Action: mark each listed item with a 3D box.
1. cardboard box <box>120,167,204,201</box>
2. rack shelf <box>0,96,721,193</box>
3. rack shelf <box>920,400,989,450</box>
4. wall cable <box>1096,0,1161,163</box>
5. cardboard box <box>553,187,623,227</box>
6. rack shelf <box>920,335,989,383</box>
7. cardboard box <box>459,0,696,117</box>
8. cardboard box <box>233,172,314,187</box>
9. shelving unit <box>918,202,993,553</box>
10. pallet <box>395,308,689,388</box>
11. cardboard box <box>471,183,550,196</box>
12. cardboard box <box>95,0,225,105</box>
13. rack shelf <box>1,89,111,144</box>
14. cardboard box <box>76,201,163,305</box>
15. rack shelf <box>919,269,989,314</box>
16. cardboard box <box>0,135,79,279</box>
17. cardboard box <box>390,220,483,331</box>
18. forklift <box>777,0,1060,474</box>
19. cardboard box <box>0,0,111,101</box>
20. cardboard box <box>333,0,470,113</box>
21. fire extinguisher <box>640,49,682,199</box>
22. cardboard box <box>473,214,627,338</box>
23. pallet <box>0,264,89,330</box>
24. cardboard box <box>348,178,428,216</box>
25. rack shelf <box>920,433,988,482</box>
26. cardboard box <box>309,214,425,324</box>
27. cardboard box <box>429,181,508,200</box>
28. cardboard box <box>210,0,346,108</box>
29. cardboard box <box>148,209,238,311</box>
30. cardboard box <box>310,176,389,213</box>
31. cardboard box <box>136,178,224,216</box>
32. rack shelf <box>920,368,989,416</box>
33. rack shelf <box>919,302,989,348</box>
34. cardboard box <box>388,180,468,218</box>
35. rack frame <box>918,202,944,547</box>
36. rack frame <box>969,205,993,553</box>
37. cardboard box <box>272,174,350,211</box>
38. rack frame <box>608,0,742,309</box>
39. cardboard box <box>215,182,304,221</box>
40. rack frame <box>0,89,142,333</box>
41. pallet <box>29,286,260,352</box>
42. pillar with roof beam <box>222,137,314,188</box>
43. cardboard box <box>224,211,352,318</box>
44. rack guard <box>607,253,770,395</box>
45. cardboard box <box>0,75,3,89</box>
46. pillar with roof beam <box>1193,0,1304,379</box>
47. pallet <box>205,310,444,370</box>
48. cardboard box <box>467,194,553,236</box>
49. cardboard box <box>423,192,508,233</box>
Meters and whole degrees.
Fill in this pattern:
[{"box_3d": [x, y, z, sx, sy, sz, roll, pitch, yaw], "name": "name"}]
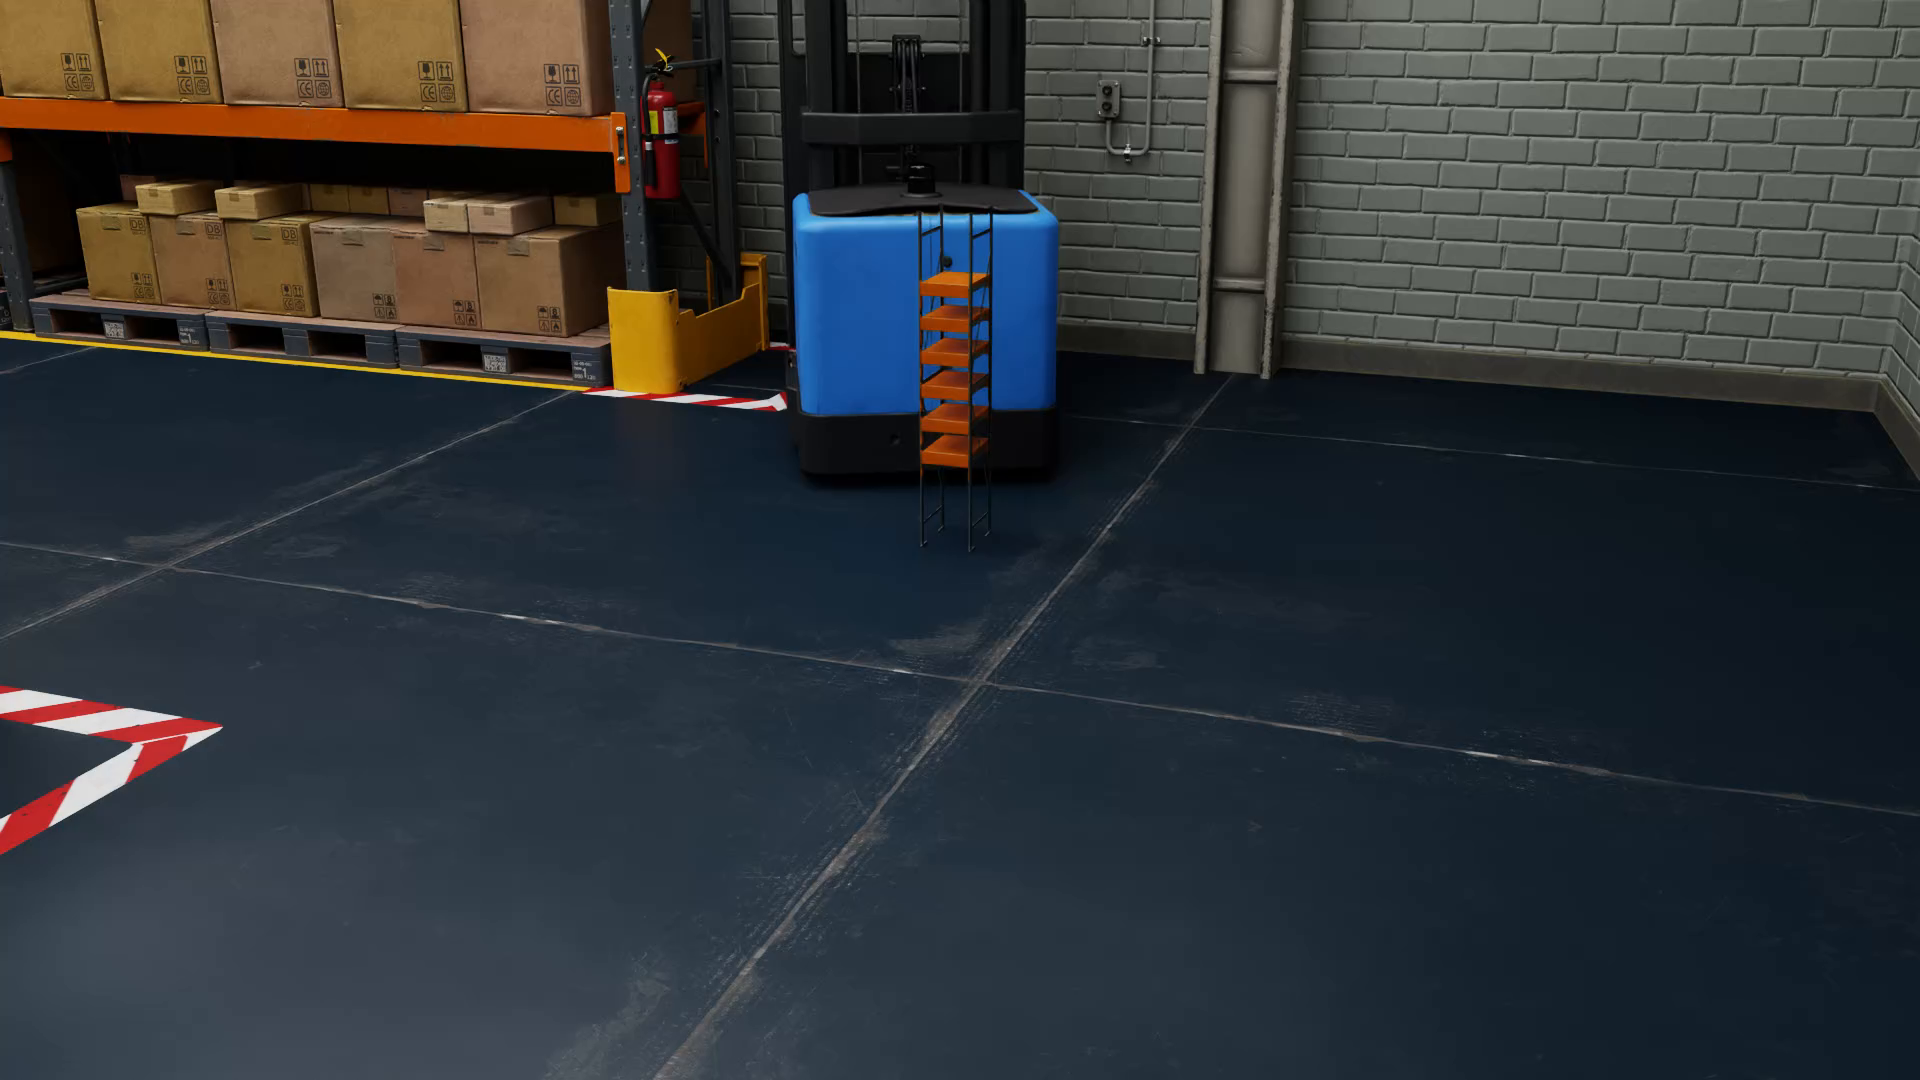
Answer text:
[{"box_3d": [-4.577, -2.043, 9.554, 0.250, 0.149, 0.380, 6, 20, 18], "name": "cardboard box"}, {"box_3d": [-3.289, -2.198, 8.919, 4.000, 0.370, 1.077, 7, 20, 18], "name": "rack shelf"}, {"box_3d": [-0.014, -0.413, 5.937, 0.180, 0.103, 0.258, 7, 20, 18], "name": "rack shelf"}, {"box_3d": [0.121, -2.958, 8.460, 1.851, 1.984, 0.084, 7, 20, 18], "name": "wall cable"}, {"box_3d": [-1.910, -1.739, 8.683, 0.250, 0.149, 0.380, 7, 20, 18], "name": "cardboard box"}, {"box_3d": [-0.014, -0.639, 5.858, 0.180, 0.103, 0.258, 7, 20, 18], "name": "rack shelf"}, {"box_3d": [-1.884, -2.516, 8.280, 0.700, 0.700, 0.980, 7, 21, 21], "name": "cardboard box"}, {"box_3d": [-3.829, -1.959, 9.312, 0.250, 0.149, 0.380, 6, 20, 16], "name": "cardboard box"}, {"box_3d": [-0.014, -0.568, 5.883, 0.189, 1.200, 0.258, 7, 20, 18], "name": "shelving unit"}, {"box_3d": [-2.180, -1.067, 8.817, 1.213, 0.211, 1.003, 7, 20, 18], "name": "pallet"}, {"box_3d": [-2.388, -1.794, 8.840, 0.250, 0.149, 0.380, 7, 20, 18], "name": "cardboard box"}, {"box_3d": [-3.983, -2.751, 8.957, 0.700, 0.700, 0.980, 6, 20, 17], "name": "cardboard box"}, {"box_3d": [-7.067, -2.630, 10.158, 4.000, 0.370, 1.077, 7, 20, 18], "name": "rack shelf"}, {"box_3d": [-4.505, -1.659, 9.439, 0.500, 0.500, 0.700, 7, 20, 19], "name": "cardboard box"}, {"box_3d": [-0.014, -0.866, 5.779, 0.180, 0.103, 0.258, 7, 20, 18], "name": "rack shelf"}, {"box_3d": [-5.834, -1.967, 9.790, 0.750, 0.750, 0.750, 7, 20, 19], "name": "cardboard box"}, {"box_3d": [-2.566, -1.438, 8.805, 0.500, 0.500, 0.700, 6, 20, 18], "name": "cardboard box"}, {"box_3d": [-0.283, -2.087, 7.612, 1.130, 2.935, 3.031, -2, 19, -6], "name": "forklift"}, {"box_3d": [-4.671, -2.832, 9.188, 0.700, 0.700, 0.980, 7, 20, 19], "name": "cardboard box"}, {"box_3d": [-2.575, -2.591, 8.496, 0.700, 0.700, 0.980, 6, 20, 18], "name": "cardboard box"}, {"box_3d": [-1.408, -1.950, 7.796, 0.183, 0.674, 0.296, 7, 20, 18], "name": "fire extinguisher"}, {"box_3d": [-2.093, -1.384, 8.650, 0.500, 0.500, 0.700, 7, 20, 18], "name": "cardboard box"}, {"box_3d": [-5.931, -1.497, 10.051, 1.213, 0.211, 1.003, 7, 20, 18], "name": "pallet"}, {"box_3d": [-3.108, -1.876, 9.075, 0.250, 0.149, 0.380, 7, 20, 19], "name": "cardboard box"}, {"box_3d": [-0.014, -0.300, 5.977, 0.180, 0.103, 0.258, 7, 20, 18], "name": "rack shelf"}, {"box_3d": [-3.041, -1.493, 8.961, 0.500, 0.500, 0.700, 6, 20, 16], "name": "cardboard box"}, {"box_3d": [-2.625, -1.821, 8.918, 0.250, 0.149, 0.380, 7, 20, 19], "name": "cardboard box"}, {"box_3d": [-3.292, -2.676, 8.740, 0.700, 0.700, 0.980, 6, 20, 15], "name": "cardboard box"}, {"box_3d": [-4.032, -1.604, 9.280, 0.500, 0.500, 0.700, 6, 20, 18], "name": "cardboard box"}, {"box_3d": [-3.347, -1.903, 9.154, 0.250, 0.149, 0.380, 6, 20, 17], "name": "cardboard box"}, {"box_3d": [-4.241, -1.872, 9.063, 0.250, 0.149, 0.380, 7, 20, 20], "name": "cardboard box"}, {"box_3d": [-0.014, -0.526, 5.898, 0.180, 0.103, 0.258, 7, 20, 18], "name": "rack shelf"}, {"box_3d": [-0.014, -0.753, 5.819, 0.180, 0.103, 0.258, 7, 20, 18], "name": "rack shelf"}, {"box_3d": [-2.865, -1.848, 8.996, 0.250, 0.149, 0.380, 7, 20, 19], "name": "cardboard box"}, {"box_3d": [-0.100, -0.578, 5.912, 0.006, 1.200, 0.240, 7, 20, 18], "name": "rack frame"}, {"box_3d": [0.073, -0.558, 5.855, 0.006, 1.200, 0.240, 7, 20, 18], "name": "rack frame"}, {"box_3d": [-3.591, -1.931, 9.233, 0.250, 0.149, 0.380, 7, 20, 19], "name": "cardboard box"}, {"box_3d": [-1.399, -2.322, 8.180, 0.127, 3.000, 1.000, 7, 20, 18], "name": "rack frame"}, {"box_3d": [-3.748, -1.816, 8.902, 0.250, 0.149, 0.380, 6, 20, 17], "name": "cardboard box"}, {"box_3d": [-5.178, -2.754, 9.420, 0.127, 3.000, 1.000, 7, 20, 18], "name": "rack frame"}, {"box_3d": [-4.485, -1.331, 9.574, 1.213, 0.211, 1.003, 7, 20, 18], "name": "pallet"}, {"box_3d": [-5.645, -4.442, 5.147, 0.400, 9.000, 9.100, 7, 20, 18], "name": "pillar with roof beam"}, {"box_3d": [-3.547, -1.548, 9.119, 0.500, 0.500, 0.700, 7, 20, 19], "name": "cardboard box"}, {"box_3d": [-1.377, -1.139, 8.584, 0.348, 0.500, 1.175, 7, 20, 18], "name": "rack guard"}, {"box_3d": [-5.590, -2.593, 9.310, 0.250, 0.149, 0.380, 7, 20, 19], "name": "cardboard box"}, {"box_3d": [0.022, -3.794, 3.288, 0.400, 9.000, 9.100, 7, 20, 18], "name": "pillar with roof beam"}, {"box_3d": [-3.329, -1.200, 9.197, 1.213, 0.211, 1.003, 7, 20, 18], "name": "pallet"}, {"box_3d": [-2.274, -1.648, 8.421, 0.250, 0.149, 0.380, 6, 20, 17], "name": "cardboard box"}, {"box_3d": [-2.516, -1.675, 8.499, 0.250, 0.149, 0.380, 7, 20, 20], "name": "cardboard box"}]
